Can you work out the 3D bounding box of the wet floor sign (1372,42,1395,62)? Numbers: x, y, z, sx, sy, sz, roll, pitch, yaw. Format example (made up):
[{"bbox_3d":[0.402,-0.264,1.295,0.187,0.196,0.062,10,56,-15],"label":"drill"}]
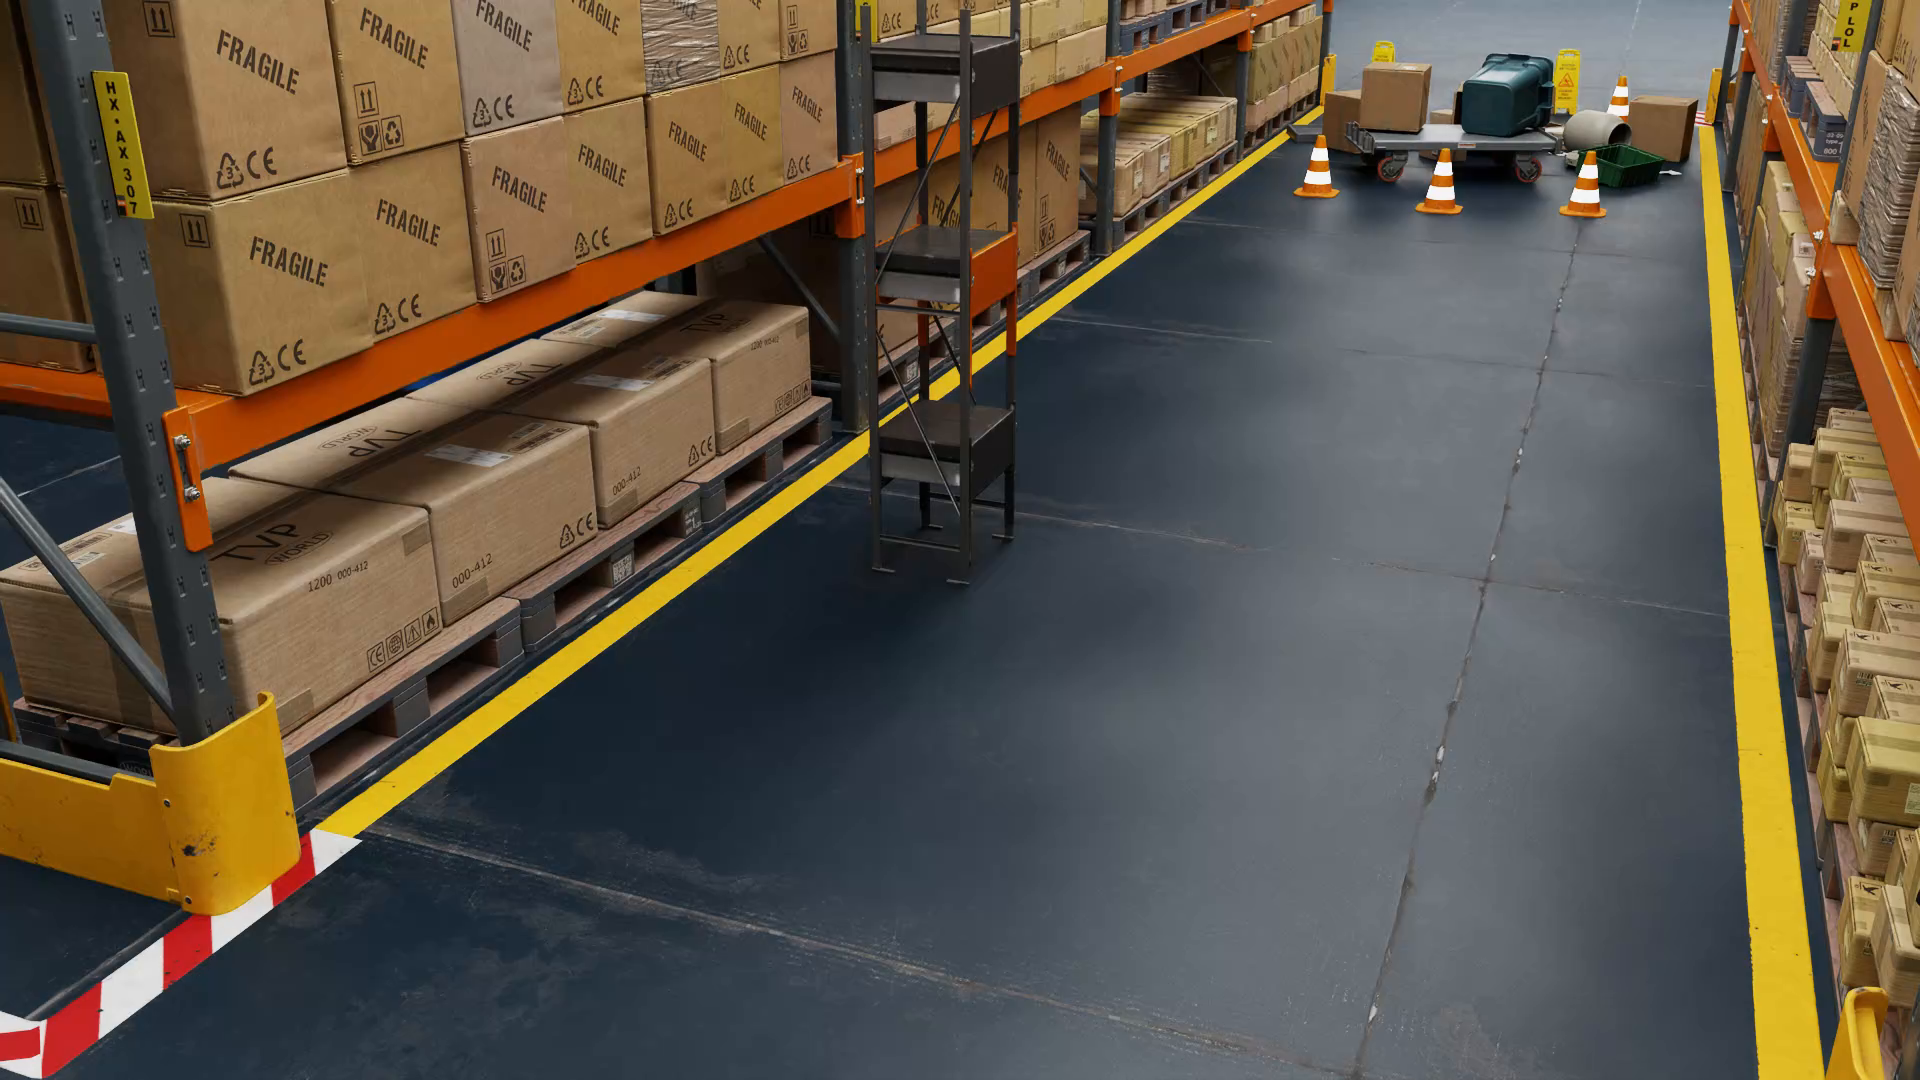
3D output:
[{"bbox_3d":[4.597,-5.093,18.106,0.267,0.644,0.232,19,29,38],"label":"wet floor sign"}]

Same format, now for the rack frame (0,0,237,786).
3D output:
[{"bbox_3d":[-2.410,-0.539,4.149,1.000,3.000,0.127,9,24,20],"label":"rack frame"}]

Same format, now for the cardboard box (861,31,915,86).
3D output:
[{"bbox_3d":[-0.499,-2.249,7.788,0.500,0.250,0.500,8,24,19],"label":"cardboard box"}]

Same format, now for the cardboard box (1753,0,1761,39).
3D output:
[{"bbox_3d":[6.049,-3.876,12.009,0.500,0.500,0.500,9,24,20],"label":"cardboard box"}]

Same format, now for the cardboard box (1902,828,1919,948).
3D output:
[{"bbox_3d":[2.185,0.755,3.433,0.380,0.149,0.250,9,24,21],"label":"cardboard box"}]

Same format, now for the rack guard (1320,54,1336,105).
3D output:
[{"bbox_3d":[3.505,-5.084,18.273,1.175,0.500,0.348,9,24,20],"label":"rack guard"}]

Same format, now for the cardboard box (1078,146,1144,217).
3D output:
[{"bbox_3d":[0.781,-2.584,11.909,0.950,0.372,0.625,7,24,16],"label":"cardboard box"}]

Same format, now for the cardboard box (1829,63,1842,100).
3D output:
[{"bbox_3d":[4.253,-2.108,7.687,0.380,0.149,0.250,8,24,18],"label":"cardboard box"}]

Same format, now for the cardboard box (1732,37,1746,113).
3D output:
[{"bbox_3d":[7.976,-4.553,15.971,0.875,0.875,0.875,9,24,20],"label":"cardboard box"}]

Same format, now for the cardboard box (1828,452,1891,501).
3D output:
[{"bbox_3d":[3.183,-0.169,5.646,0.380,0.149,0.250,8,24,19],"label":"cardboard box"}]

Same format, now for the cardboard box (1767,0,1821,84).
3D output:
[{"bbox_3d":[5.113,-2.975,9.851,0.500,0.500,0.500,9,24,20],"label":"cardboard box"}]

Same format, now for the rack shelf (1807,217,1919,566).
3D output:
[{"bbox_3d":[2.966,-0.250,4.391,1.077,0.370,4.000,9,24,20],"label":"rack shelf"}]

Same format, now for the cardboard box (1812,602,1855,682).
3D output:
[{"bbox_3d":[2.715,0.323,4.852,0.380,0.149,0.250,9,24,21],"label":"cardboard box"}]

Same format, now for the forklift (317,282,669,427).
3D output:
[{"bbox_3d":[-2.238,-2.333,8.532,1.130,2.935,3.031,9,24,21],"label":"forklift"}]

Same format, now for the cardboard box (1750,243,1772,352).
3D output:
[{"bbox_3d":[4.326,-1.188,8.401,0.500,0.500,0.500,8,24,19],"label":"cardboard box"}]

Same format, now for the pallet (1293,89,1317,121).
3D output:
[{"bbox_3d":[3.170,-4.665,17.645,1.003,0.211,1.213,9,24,20],"label":"pallet"}]

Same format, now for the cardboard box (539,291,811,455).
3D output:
[{"bbox_3d":[-1.257,-0.773,7.487,0.875,0.438,0.875,8,24,19],"label":"cardboard box"}]

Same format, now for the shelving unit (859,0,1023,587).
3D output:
[{"bbox_3d":[-0.061,-0.910,6.203,0.431,2.100,0.503,9,24,20],"label":"shelving unit"}]

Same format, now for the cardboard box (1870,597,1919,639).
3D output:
[{"bbox_3d":[2.714,0.296,4.531,0.380,0.149,0.250,8,24,18],"label":"cardboard box"}]

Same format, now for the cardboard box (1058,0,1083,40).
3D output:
[{"bbox_3d":[0.431,-3.170,9.992,0.500,0.250,0.500,8,24,19],"label":"cardboard box"}]

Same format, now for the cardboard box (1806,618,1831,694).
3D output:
[{"bbox_3d":[2.831,0.378,5.107,0.380,0.149,0.250,8,24,19],"label":"cardboard box"}]

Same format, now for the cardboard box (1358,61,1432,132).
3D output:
[{"bbox_3d":[3.711,-3.785,14.181,0.500,0.500,0.500,9,24,20],"label":"cardboard box"}]

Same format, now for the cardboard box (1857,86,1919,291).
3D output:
[{"bbox_3d":[2.894,-0.987,4.705,0.500,0.500,0.500,8,24,19],"label":"cardboard box"}]

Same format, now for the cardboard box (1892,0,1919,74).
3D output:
[{"bbox_3d":[3.137,-1.628,4.944,0.500,0.500,0.500,8,24,18],"label":"cardboard box"}]

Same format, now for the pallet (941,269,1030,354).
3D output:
[{"bbox_3d":[-0.256,-1.409,9.849,1.003,0.211,1.213,9,24,20],"label":"pallet"}]

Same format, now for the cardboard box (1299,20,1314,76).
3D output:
[{"bbox_3d":[3.287,-5.024,16.937,0.500,0.500,0.500,10,25,22],"label":"cardboard box"}]

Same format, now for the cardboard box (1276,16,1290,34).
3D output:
[{"bbox_3d":[2.906,-4.893,15.781,0.380,0.149,0.250,10,25,23],"label":"cardboard box"}]

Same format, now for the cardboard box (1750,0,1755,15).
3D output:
[{"bbox_3d":[6.990,-4.564,13.590,0.875,0.550,0.550,9,24,20],"label":"cardboard box"}]

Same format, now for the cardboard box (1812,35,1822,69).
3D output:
[{"bbox_3d":[4.742,-2.580,8.816,0.380,0.149,0.250,10,25,23],"label":"cardboard box"}]

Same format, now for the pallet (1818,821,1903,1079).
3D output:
[{"bbox_3d":[2.586,1.107,3.825,1.003,0.211,1.213,9,24,20],"label":"pallet"}]

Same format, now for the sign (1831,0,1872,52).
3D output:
[{"bbox_3d":[3.193,-1.910,5.930,0.100,0.325,0.005,9,24,20],"label":"sign"}]

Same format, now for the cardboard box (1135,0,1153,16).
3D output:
[{"bbox_3d":[1.136,-3.757,11.634,0.380,0.149,0.250,7,24,17],"label":"cardboard box"}]

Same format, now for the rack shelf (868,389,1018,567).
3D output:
[{"bbox_3d":[-0.061,-0.251,6.479,0.431,0.518,0.480,9,24,20],"label":"rack shelf"}]

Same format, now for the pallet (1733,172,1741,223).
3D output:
[{"bbox_3d":[6.464,-2.587,12.670,1.003,0.211,1.213,9,24,20],"label":"pallet"}]

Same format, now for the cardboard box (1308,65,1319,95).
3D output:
[{"bbox_3d":[3.474,-4.853,17.500,0.500,0.250,0.500,9,24,20],"label":"cardboard box"}]

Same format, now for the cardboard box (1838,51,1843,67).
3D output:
[{"bbox_3d":[4.255,-2.242,7.621,0.380,0.149,0.250,10,25,22],"label":"cardboard box"}]

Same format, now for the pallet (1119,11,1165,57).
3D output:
[{"bbox_3d":[0.727,-3.584,11.686,1.213,0.211,1.003,9,24,20],"label":"pallet"}]

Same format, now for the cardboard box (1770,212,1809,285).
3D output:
[{"bbox_3d":[4.138,-1.360,7.840,0.500,0.250,0.500,8,24,18],"label":"cardboard box"}]

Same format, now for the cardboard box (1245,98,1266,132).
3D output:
[{"bbox_3d":[2.517,-3.931,15.291,0.500,0.250,0.500,8,24,18],"label":"cardboard box"}]

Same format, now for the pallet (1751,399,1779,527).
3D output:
[{"bbox_3d":[3.997,-0.290,7.170,1.003,0.211,1.213,9,24,20],"label":"pallet"}]

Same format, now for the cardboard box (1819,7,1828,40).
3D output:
[{"bbox_3d":[4.730,-2.703,8.724,0.380,0.149,0.250,10,25,23],"label":"cardboard box"}]

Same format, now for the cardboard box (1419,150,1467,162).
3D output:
[{"bbox_3d":[4.343,-3.556,14.919,0.258,0.266,0.396,-7,24,-17],"label":"cardboard box"}]

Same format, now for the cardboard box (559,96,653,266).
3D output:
[{"bbox_3d":[-1.427,-1.262,5.750,0.500,0.500,0.500,10,25,22],"label":"cardboard box"}]

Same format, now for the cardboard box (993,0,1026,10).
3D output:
[{"bbox_3d":[0.044,-3.145,8.961,0.500,0.500,0.500,8,24,19],"label":"cardboard box"}]

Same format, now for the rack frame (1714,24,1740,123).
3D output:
[{"bbox_3d":[8.167,-5.592,16.246,1.000,3.000,0.127,9,24,20],"label":"rack frame"}]

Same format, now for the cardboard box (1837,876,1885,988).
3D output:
[{"bbox_3d":[2.227,0.930,3.785,0.380,0.149,0.250,10,25,22],"label":"cardboard box"}]

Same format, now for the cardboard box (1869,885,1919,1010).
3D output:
[{"bbox_3d":[2.154,0.888,3.500,0.380,0.149,0.250,8,24,19],"label":"cardboard box"}]

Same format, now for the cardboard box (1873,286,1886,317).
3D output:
[{"bbox_3d":[2.962,-0.744,4.966,0.380,0.149,0.250,9,24,21],"label":"cardboard box"}]

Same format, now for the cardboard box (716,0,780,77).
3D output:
[{"bbox_3d":[-1.039,-2.089,6.433,0.500,0.500,0.500,8,24,19],"label":"cardboard box"}]

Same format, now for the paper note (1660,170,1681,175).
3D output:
[{"bbox_3d":[6.090,-3.161,14.278,0.147,0.020,0.142,-7,24,-17],"label":"paper note"}]

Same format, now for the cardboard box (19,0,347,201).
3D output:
[{"bbox_3d":[-1.967,-1.178,4.250,0.500,0.500,0.500,8,24,19],"label":"cardboard box"}]

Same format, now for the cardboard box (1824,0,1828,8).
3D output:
[{"bbox_3d":[4.746,-2.848,8.685,0.380,0.149,0.250,8,24,19],"label":"cardboard box"}]
